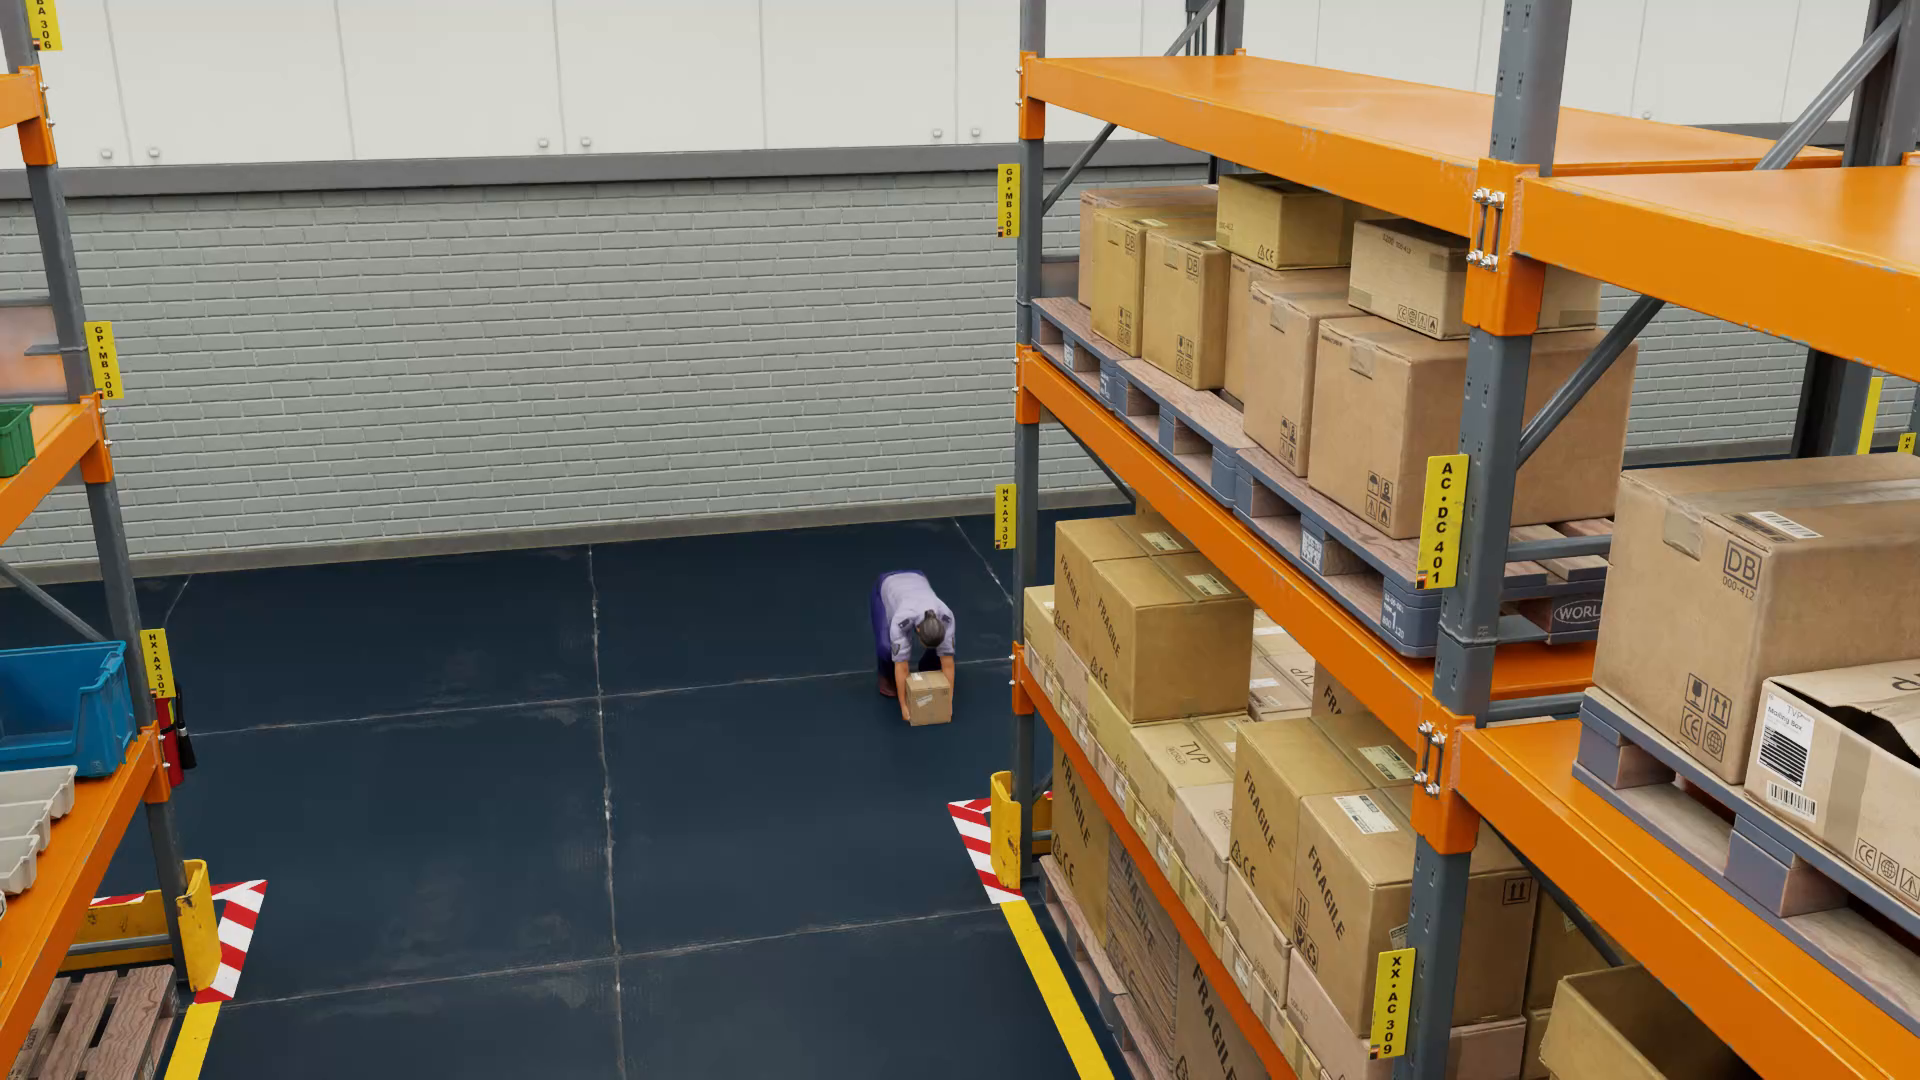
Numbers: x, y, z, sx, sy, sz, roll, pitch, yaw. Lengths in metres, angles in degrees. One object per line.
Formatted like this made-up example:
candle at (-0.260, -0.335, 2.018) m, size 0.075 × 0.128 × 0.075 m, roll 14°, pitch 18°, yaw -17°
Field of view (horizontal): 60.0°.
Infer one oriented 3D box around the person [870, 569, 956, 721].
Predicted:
person at (-0.284, 0.653, 10.593) m, size 0.521 × 0.784 × 0.905 m, roll -5°, pitch 20°, yaw -14°
